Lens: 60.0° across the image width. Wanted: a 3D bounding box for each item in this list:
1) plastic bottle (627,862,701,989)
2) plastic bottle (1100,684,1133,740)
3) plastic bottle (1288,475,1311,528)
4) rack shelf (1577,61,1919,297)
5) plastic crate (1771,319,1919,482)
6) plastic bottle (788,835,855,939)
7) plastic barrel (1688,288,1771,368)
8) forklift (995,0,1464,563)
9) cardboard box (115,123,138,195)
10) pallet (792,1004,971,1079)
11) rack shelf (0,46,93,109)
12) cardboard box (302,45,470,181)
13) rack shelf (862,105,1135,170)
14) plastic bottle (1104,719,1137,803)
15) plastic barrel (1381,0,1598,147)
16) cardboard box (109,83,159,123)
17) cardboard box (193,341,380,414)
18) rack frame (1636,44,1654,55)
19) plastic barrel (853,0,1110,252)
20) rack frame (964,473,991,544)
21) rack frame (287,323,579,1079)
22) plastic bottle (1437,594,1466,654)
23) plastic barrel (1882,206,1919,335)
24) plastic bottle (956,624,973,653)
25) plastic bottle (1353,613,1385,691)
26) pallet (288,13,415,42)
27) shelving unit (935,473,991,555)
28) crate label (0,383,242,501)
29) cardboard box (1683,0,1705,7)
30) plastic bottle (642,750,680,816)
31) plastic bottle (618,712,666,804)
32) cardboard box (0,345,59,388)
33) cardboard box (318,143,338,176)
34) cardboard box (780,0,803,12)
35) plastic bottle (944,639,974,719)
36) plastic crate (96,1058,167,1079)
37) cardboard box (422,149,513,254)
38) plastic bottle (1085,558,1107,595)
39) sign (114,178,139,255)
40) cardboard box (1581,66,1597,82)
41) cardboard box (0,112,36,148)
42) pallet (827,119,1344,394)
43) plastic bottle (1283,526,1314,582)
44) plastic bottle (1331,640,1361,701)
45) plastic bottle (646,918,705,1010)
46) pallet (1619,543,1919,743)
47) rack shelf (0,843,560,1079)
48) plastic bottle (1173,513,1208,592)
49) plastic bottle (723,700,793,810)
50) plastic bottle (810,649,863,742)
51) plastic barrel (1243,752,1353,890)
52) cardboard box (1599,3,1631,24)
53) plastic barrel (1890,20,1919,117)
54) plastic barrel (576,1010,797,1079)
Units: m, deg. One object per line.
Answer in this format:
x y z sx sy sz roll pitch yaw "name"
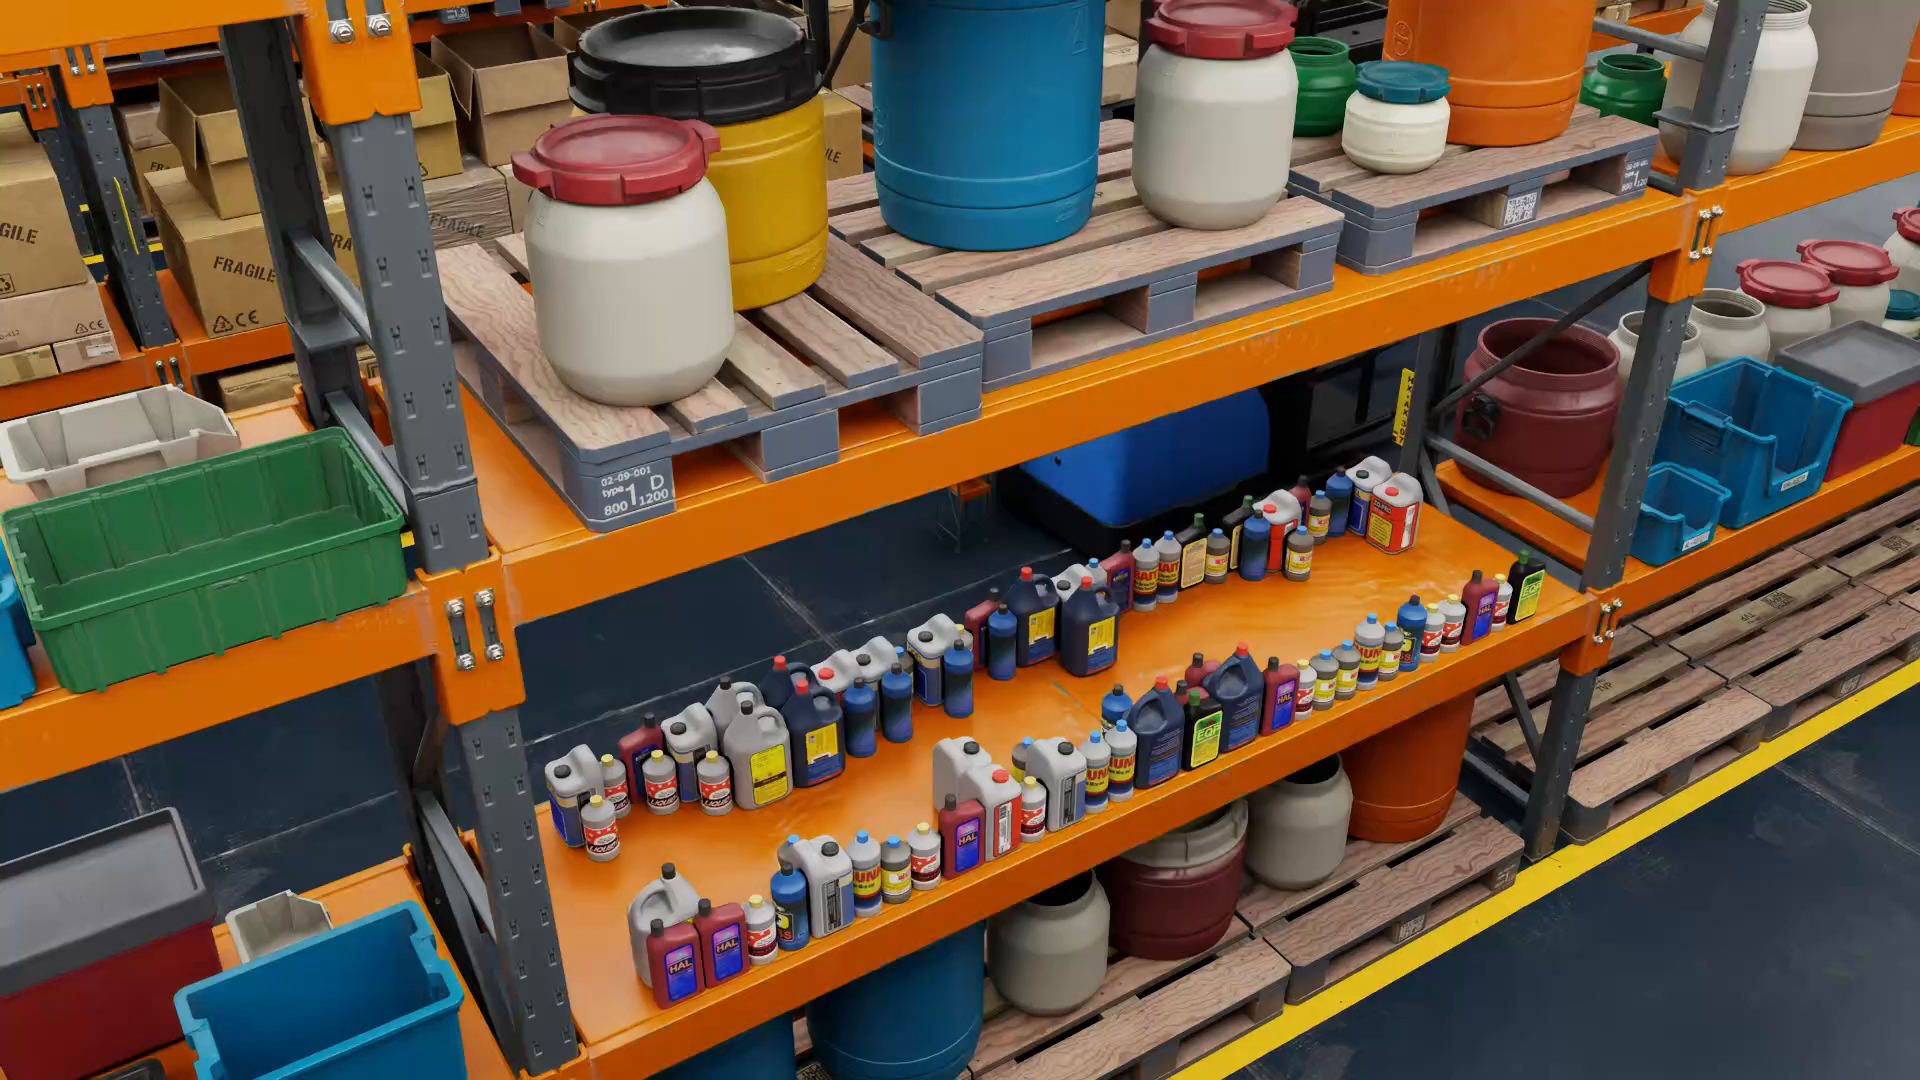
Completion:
-0.776 1.003 4.395 0.185 0.351 0.144 -19 37 -27 "plastic bottle"
0.485 0.565 5.164 0.097 0.271 0.097 0 32 0 "plastic bottle"
1.240 -0.102 6.209 0.133 0.283 0.061 -19 37 -27 "plastic bottle"
3.761 -1.748 6.573 4.000 0.370 1.077 -19 37 -27 "rack shelf"
3.604 -0.563 6.771 0.583 0.464 0.402 -19 37 -27 "plastic crate"
-0.379 0.934 4.574 0.135 0.276 0.152 -19 37 -27 "plastic bottle"
3.183 -0.768 7.051 0.421 0.512 0.421 0 32 0 "plastic barrel"
1.688 -1.713 8.718 3.031 2.935 1.130 -21 38 -29 "forklift"
-6.082 -2.971 12.598 0.500 0.500 0.500 -20 37 -28 "cardboard box"
-0.611 1.925 5.500 1.213 0.211 1.003 -19 37 -27 "pallet"
-5.646 -1.657 6.428 4.000 0.370 1.077 -19 37 -27 "rack shelf"
-2.850 -2.119 8.263 0.637 0.503 0.797 -19 37 -27 "cardboard box"
1.078 -2.701 10.894 4.000 0.370 1.077 -19 37 -27 "rack shelf"
0.481 0.658 5.016 0.097 0.271 0.097 0 32 0 "plastic bottle"
1.601 -1.671 4.980 0.708 0.830 0.600 -19 37 -27 "plastic barrel"
-6.079 -3.290 12.401 0.500 0.250 0.500 -20 37 -29 "cardboard box"
-3.438 -0.744 8.715 0.875 0.875 1.225 -19 37 -27 "cardboard box"
6.121 -4.740 13.452 0.127 3.000 1.000 -19 37 -27 "rack frame"
0.070 -1.270 4.277 0.708 0.901 0.600 -19 37 -27 "plastic barrel"
0.089 -0.538 8.478 0.006 1.200 0.240 -19 37 -27 "rack frame"
-1.282 0.950 4.432 0.127 3.000 1.000 -19 37 -27 "rack frame"
1.671 0.278 5.684 0.097 0.201 0.097 0 32 0 "plastic bottle"
4.519 -1.241 7.779 0.433 0.535 0.433 0 32 0 "plastic barrel"
-0.004 0.372 5.534 0.097 0.201 0.097 0 32 0 "plastic bottle"
1.343 0.361 5.487 0.097 0.271 0.097 0 32 0 "plastic bottle"
-4.847 -4.009 12.473 1.213 0.211 1.003 -19 37 -27 "pallet"
0.012 -0.512 8.437 0.189 1.200 0.258 -19 37 -27 "shelving unit"
-1.850 -0.195 3.683 0.466 0.136 0.293 -19 37 -27 "crate label"
5.600 -4.291 12.976 0.250 0.149 0.380 -19 37 -27 "cardboard box"
-0.898 0.718 4.986 0.097 0.201 0.097 0 32 0 "plastic bottle"
-0.956 0.653 5.012 0.133 0.283 0.061 -19 37 -27 "plastic bottle"
-4.261 -0.855 7.529 0.250 0.149 0.380 -18 37 -26 "cardboard box"
-3.301 -1.711 8.557 0.500 0.500 0.500 -18 36 -26 "cardboard box"
-1.912 -4.296 14.465 0.750 0.750 1.050 -18 37 -27 "cardboard box"
-0.003 0.439 5.363 0.097 0.271 0.097 0 32 0 "plastic bottle"
-2.077 1.485 3.785 0.590 0.125 0.437 -19 37 -27 "plastic crate"
-2.600 -1.624 8.419 0.500 0.500 0.500 -20 37 -28 "cardboard box"
0.458 0.184 5.768 0.097 0.271 0.097 0 32 0 "plastic bottle"
-3.663 -1.422 7.307 0.005 0.325 0.100 -19 37 -27 "sign"
5.103 -3.499 13.434 0.500 0.500 0.500 -10 33 -15 "cardboard box"
-4.506 -1.626 7.676 0.500 0.500 0.500 -19 37 -27 "cardboard box"
0.276 -0.838 4.633 1.213 0.211 1.003 -19 37 -27 "pallet"
1.236 0.043 6.057 0.097 0.201 0.097 0 32 0 "plastic bottle"
1.261 0.419 5.461 0.097 0.201 0.097 0 32 0 "plastic bottle"
-0.742 1.085 4.328 0.133 0.283 0.061 -19 37 -27 "plastic bottle"
3.777 0.416 7.892 1.213 0.211 1.003 -19 37 -27 "pallet"
-2.963 1.833 3.707 4.000 0.370 1.077 -19 37 -27 "rack shelf"
0.821 0.042 5.981 0.133 0.283 0.061 -19 37 -27 "plastic bottle"
-0.608 0.623 4.996 0.185 0.351 0.144 -19 37 -27 "plastic bottle"
-0.395 0.493 5.274 0.135 0.276 0.152 -19 37 -27 "plastic bottle"
1.252 1.021 6.258 0.421 0.512 0.421 0 32 0 "plastic barrel"
4.789 -3.978 12.480 0.250 0.149 0.380 -19 37 -27 "cardboard box"
3.438 -1.985 5.872 0.708 0.830 0.600 -19 37 -27 "plastic barrel"
-0.815 1.511 5.117 0.708 0.901 0.600 -19 37 -27 "plastic barrel"
